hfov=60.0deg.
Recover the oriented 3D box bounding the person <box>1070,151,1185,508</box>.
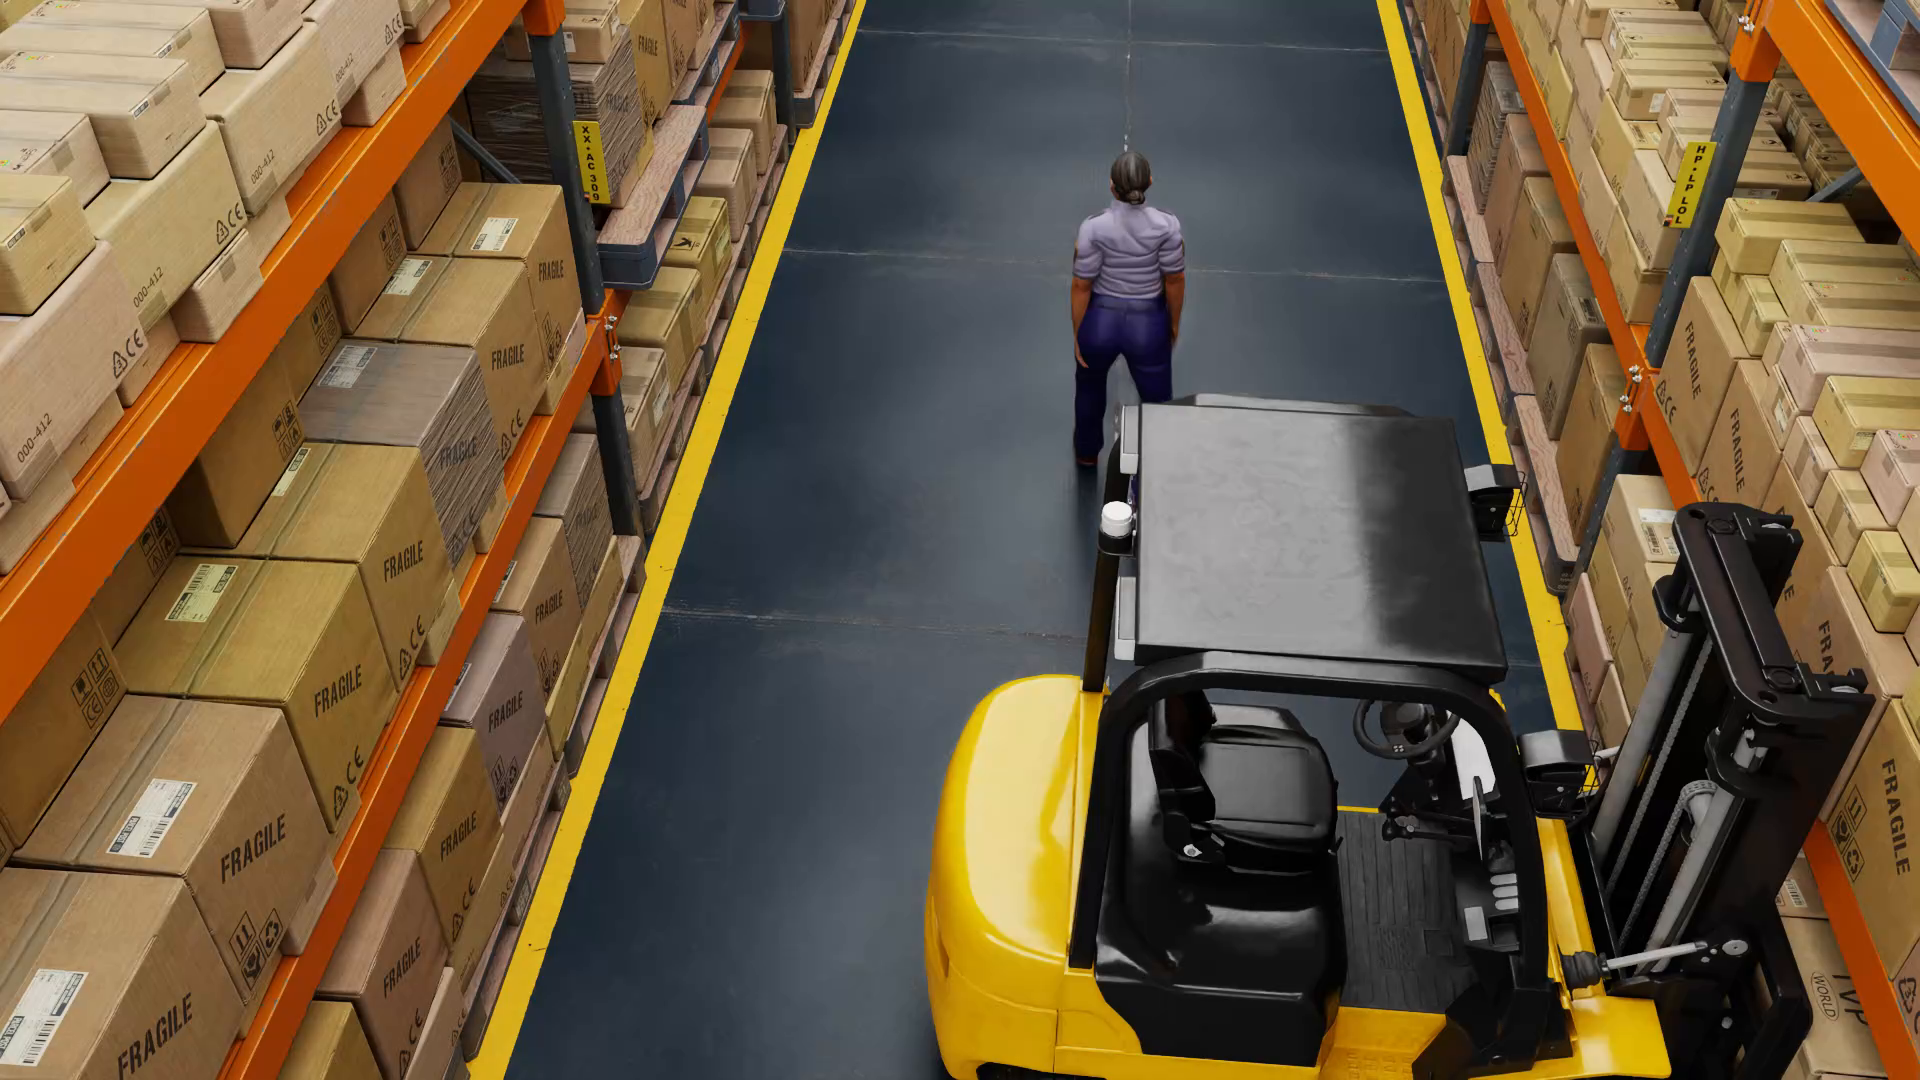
[{"bbox_3d":[0.744,-0.865,7.189,0.552,1.601,0.844,3,40,3],"label":"person"}]
